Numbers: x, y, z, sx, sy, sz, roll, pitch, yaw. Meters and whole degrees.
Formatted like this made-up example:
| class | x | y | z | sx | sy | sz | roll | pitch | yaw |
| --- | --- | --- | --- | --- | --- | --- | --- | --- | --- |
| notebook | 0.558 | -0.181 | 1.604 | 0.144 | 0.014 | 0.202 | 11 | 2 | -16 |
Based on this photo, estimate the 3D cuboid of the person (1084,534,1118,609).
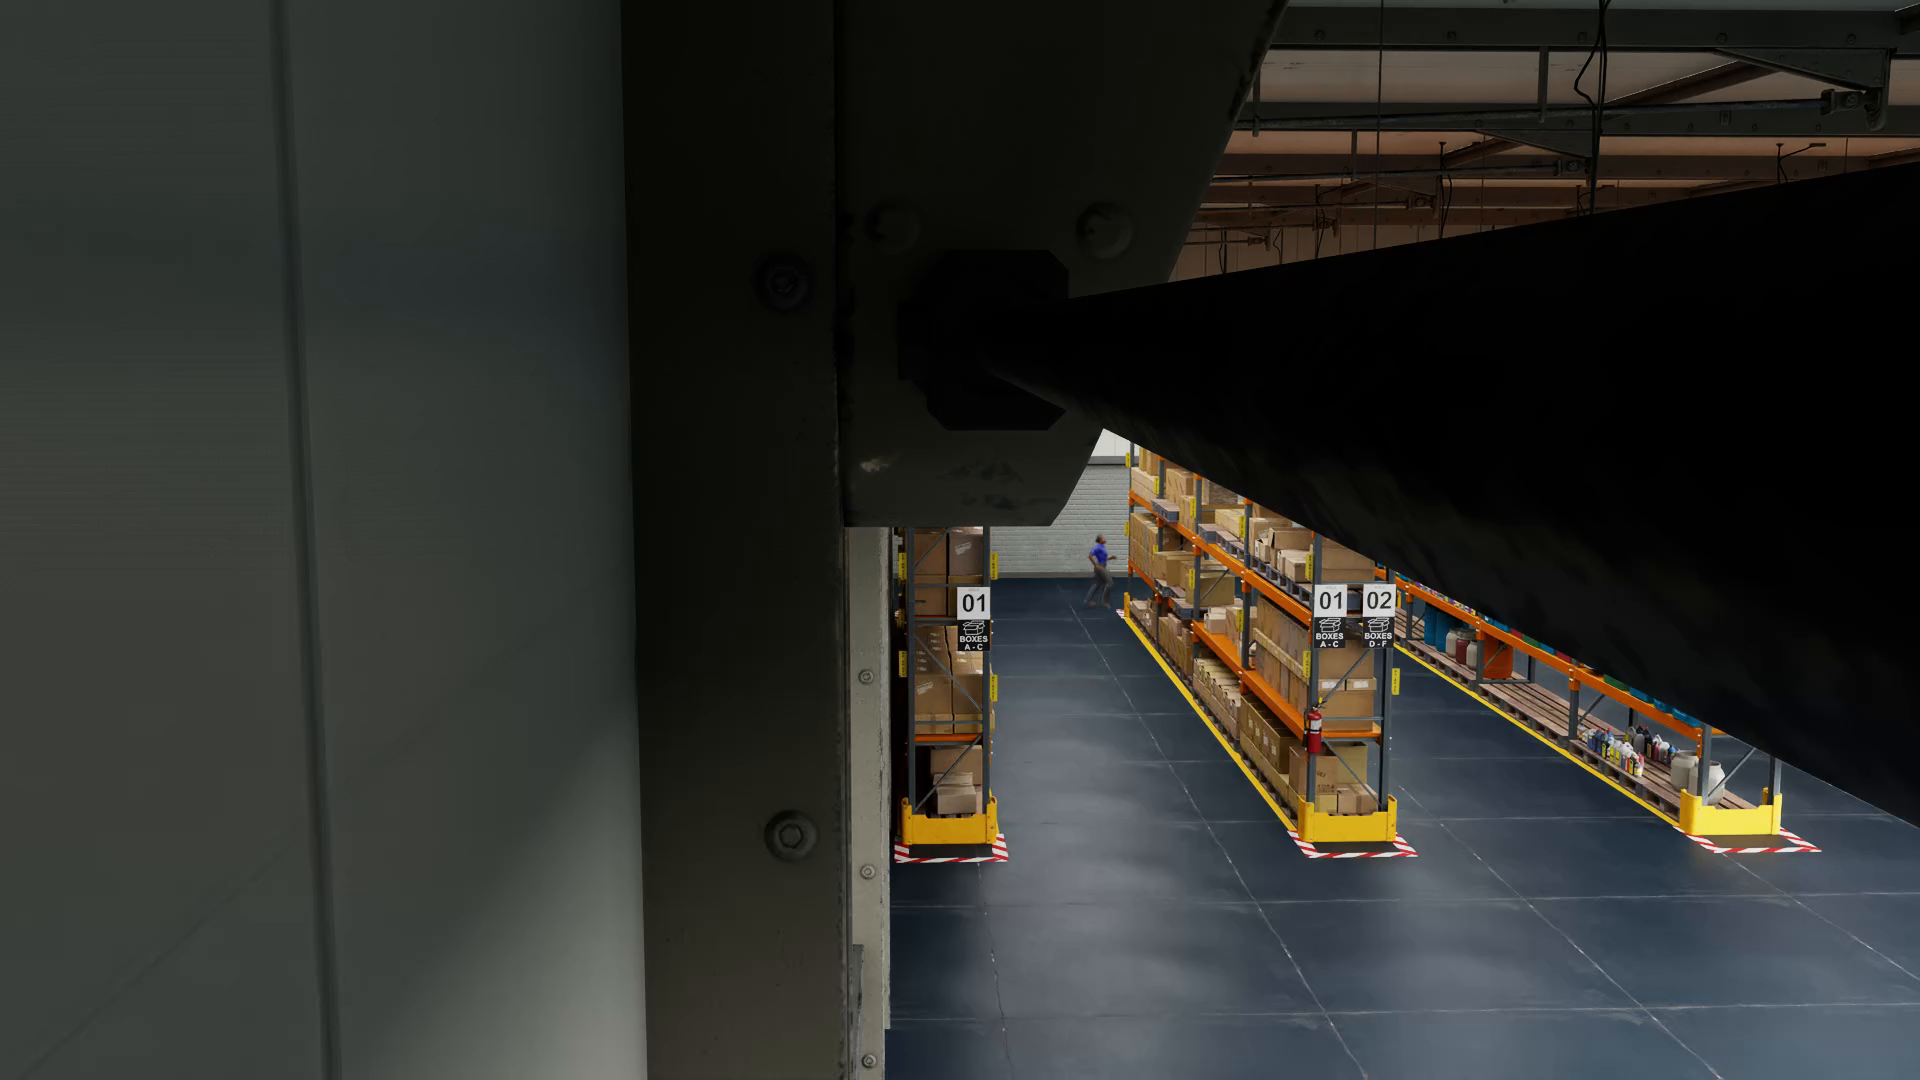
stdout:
| class | x | y | z | sx | sy | sz | roll | pitch | yaw |
| --- | --- | --- | --- | --- | --- | --- | --- | --- | --- |
| person | 3.173 | 0.727 | 37.480 | 0.745 | 1.702 | 0.541 | 1 | 7 | 5 |
